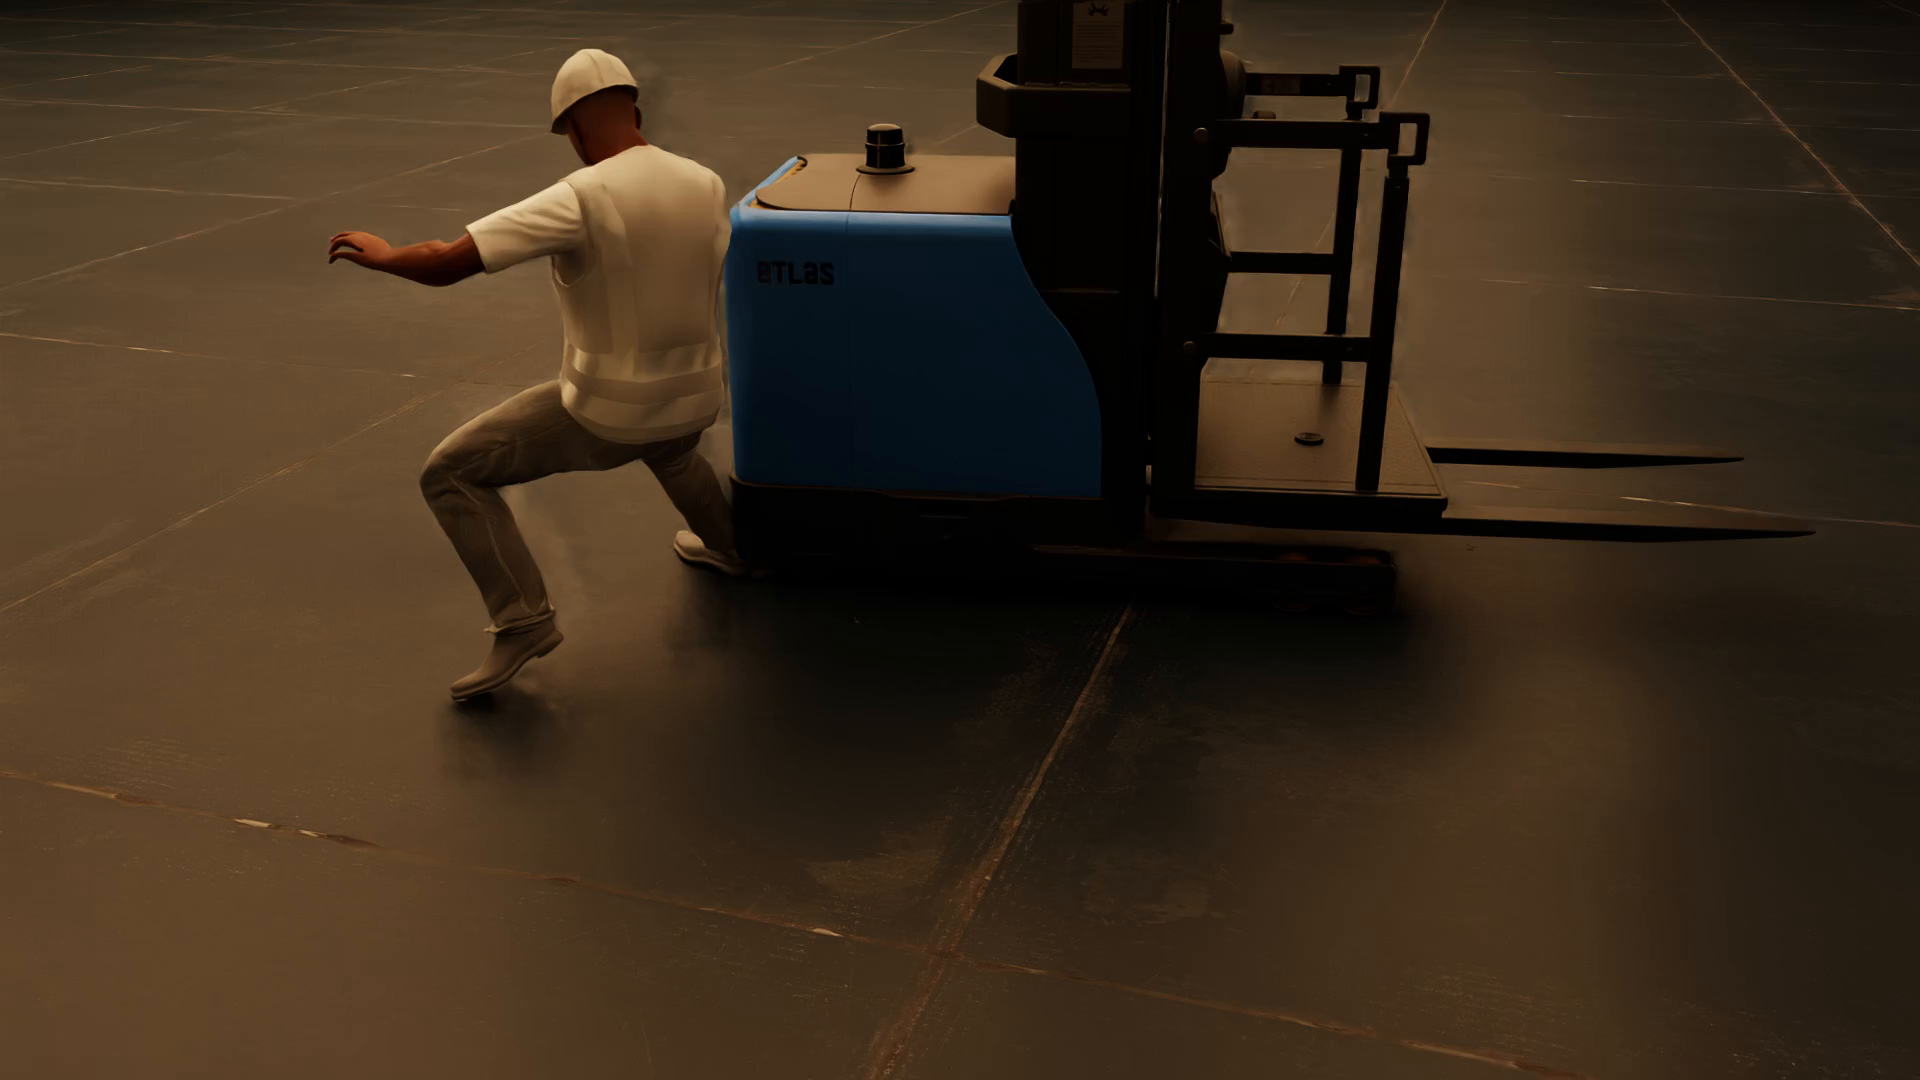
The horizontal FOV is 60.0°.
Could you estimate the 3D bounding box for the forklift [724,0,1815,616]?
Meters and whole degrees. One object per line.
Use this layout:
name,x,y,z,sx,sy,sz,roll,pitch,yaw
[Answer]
forklift,0.894,-1.359,4.572,3.031,2.935,1.130,2,23,6

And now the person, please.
person,-0.941,-0.463,4.243,0.734,1.528,1.092,19,29,38
